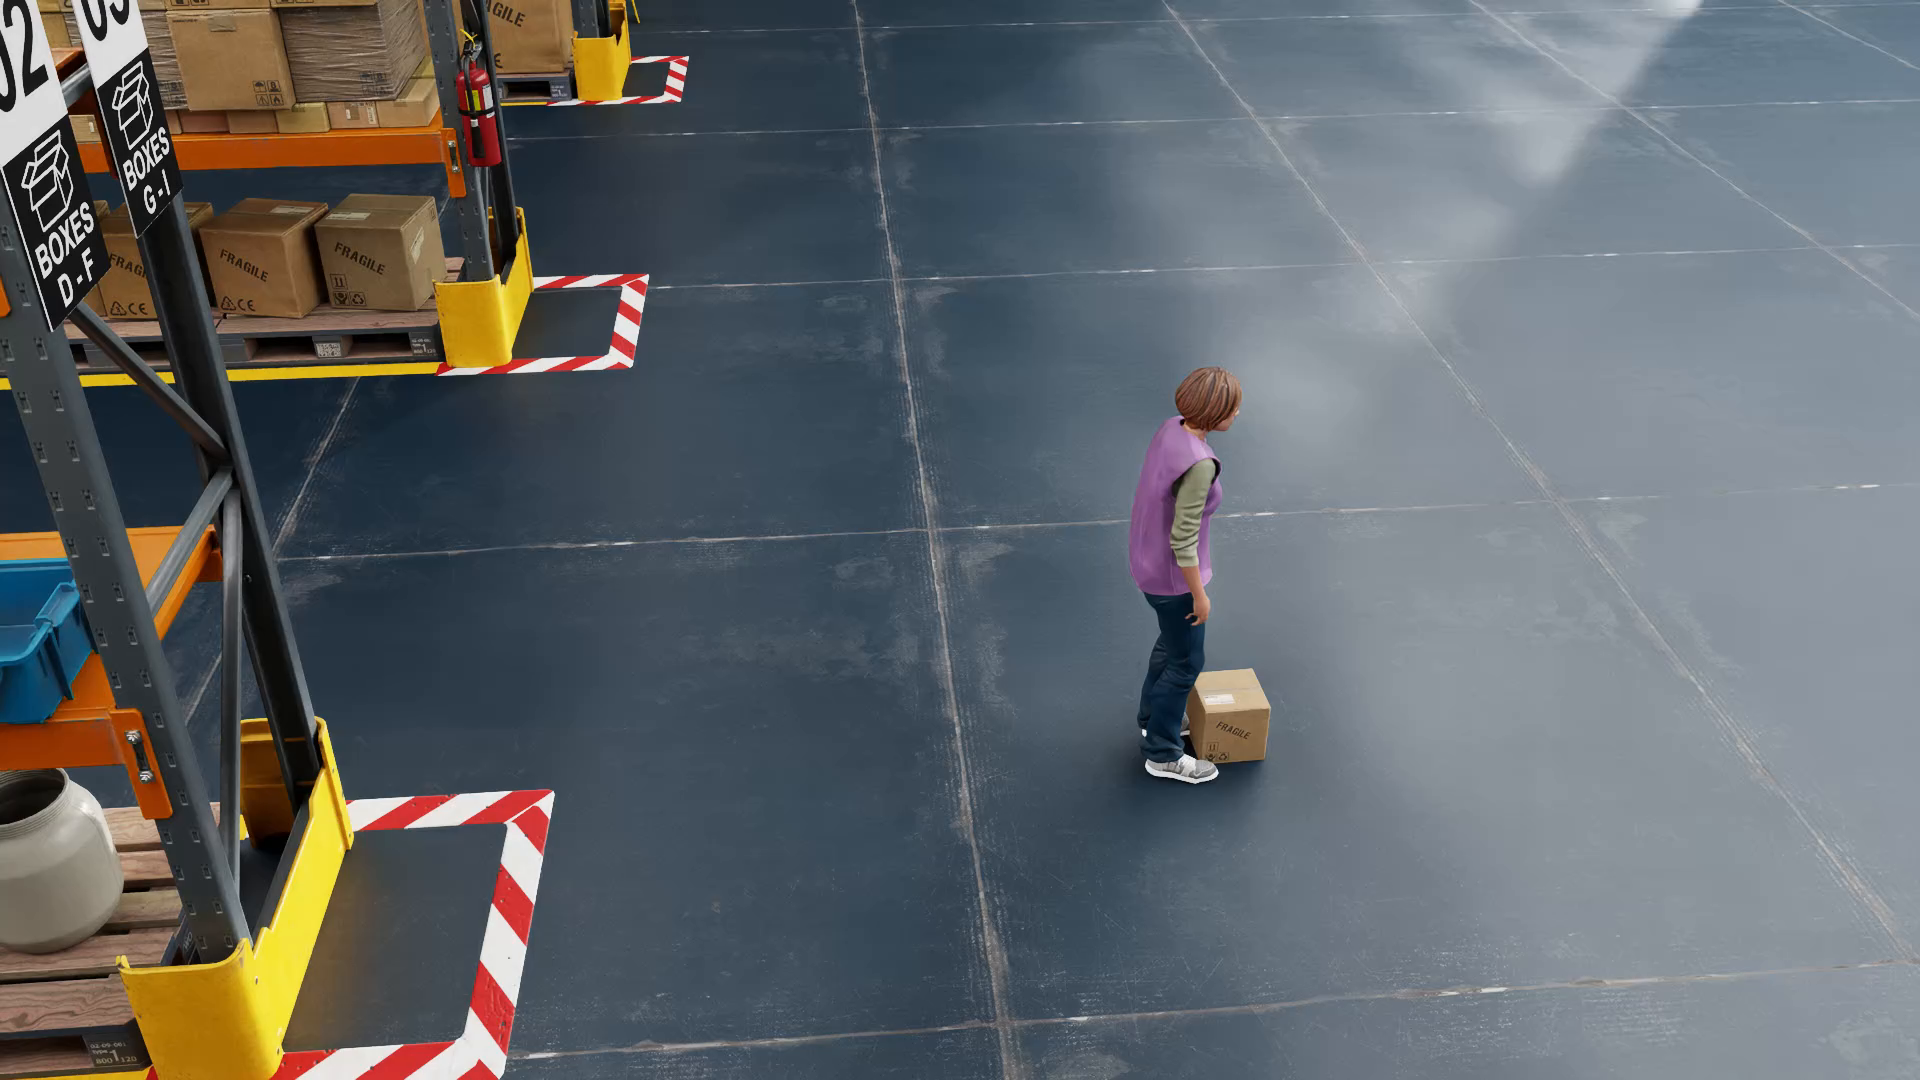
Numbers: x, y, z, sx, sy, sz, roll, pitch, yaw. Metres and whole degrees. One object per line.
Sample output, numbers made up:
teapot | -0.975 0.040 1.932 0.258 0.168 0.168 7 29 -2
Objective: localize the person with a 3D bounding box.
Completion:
person | 0.792 0.116 5.955 0.365 1.593 0.461 -3 32 -4
